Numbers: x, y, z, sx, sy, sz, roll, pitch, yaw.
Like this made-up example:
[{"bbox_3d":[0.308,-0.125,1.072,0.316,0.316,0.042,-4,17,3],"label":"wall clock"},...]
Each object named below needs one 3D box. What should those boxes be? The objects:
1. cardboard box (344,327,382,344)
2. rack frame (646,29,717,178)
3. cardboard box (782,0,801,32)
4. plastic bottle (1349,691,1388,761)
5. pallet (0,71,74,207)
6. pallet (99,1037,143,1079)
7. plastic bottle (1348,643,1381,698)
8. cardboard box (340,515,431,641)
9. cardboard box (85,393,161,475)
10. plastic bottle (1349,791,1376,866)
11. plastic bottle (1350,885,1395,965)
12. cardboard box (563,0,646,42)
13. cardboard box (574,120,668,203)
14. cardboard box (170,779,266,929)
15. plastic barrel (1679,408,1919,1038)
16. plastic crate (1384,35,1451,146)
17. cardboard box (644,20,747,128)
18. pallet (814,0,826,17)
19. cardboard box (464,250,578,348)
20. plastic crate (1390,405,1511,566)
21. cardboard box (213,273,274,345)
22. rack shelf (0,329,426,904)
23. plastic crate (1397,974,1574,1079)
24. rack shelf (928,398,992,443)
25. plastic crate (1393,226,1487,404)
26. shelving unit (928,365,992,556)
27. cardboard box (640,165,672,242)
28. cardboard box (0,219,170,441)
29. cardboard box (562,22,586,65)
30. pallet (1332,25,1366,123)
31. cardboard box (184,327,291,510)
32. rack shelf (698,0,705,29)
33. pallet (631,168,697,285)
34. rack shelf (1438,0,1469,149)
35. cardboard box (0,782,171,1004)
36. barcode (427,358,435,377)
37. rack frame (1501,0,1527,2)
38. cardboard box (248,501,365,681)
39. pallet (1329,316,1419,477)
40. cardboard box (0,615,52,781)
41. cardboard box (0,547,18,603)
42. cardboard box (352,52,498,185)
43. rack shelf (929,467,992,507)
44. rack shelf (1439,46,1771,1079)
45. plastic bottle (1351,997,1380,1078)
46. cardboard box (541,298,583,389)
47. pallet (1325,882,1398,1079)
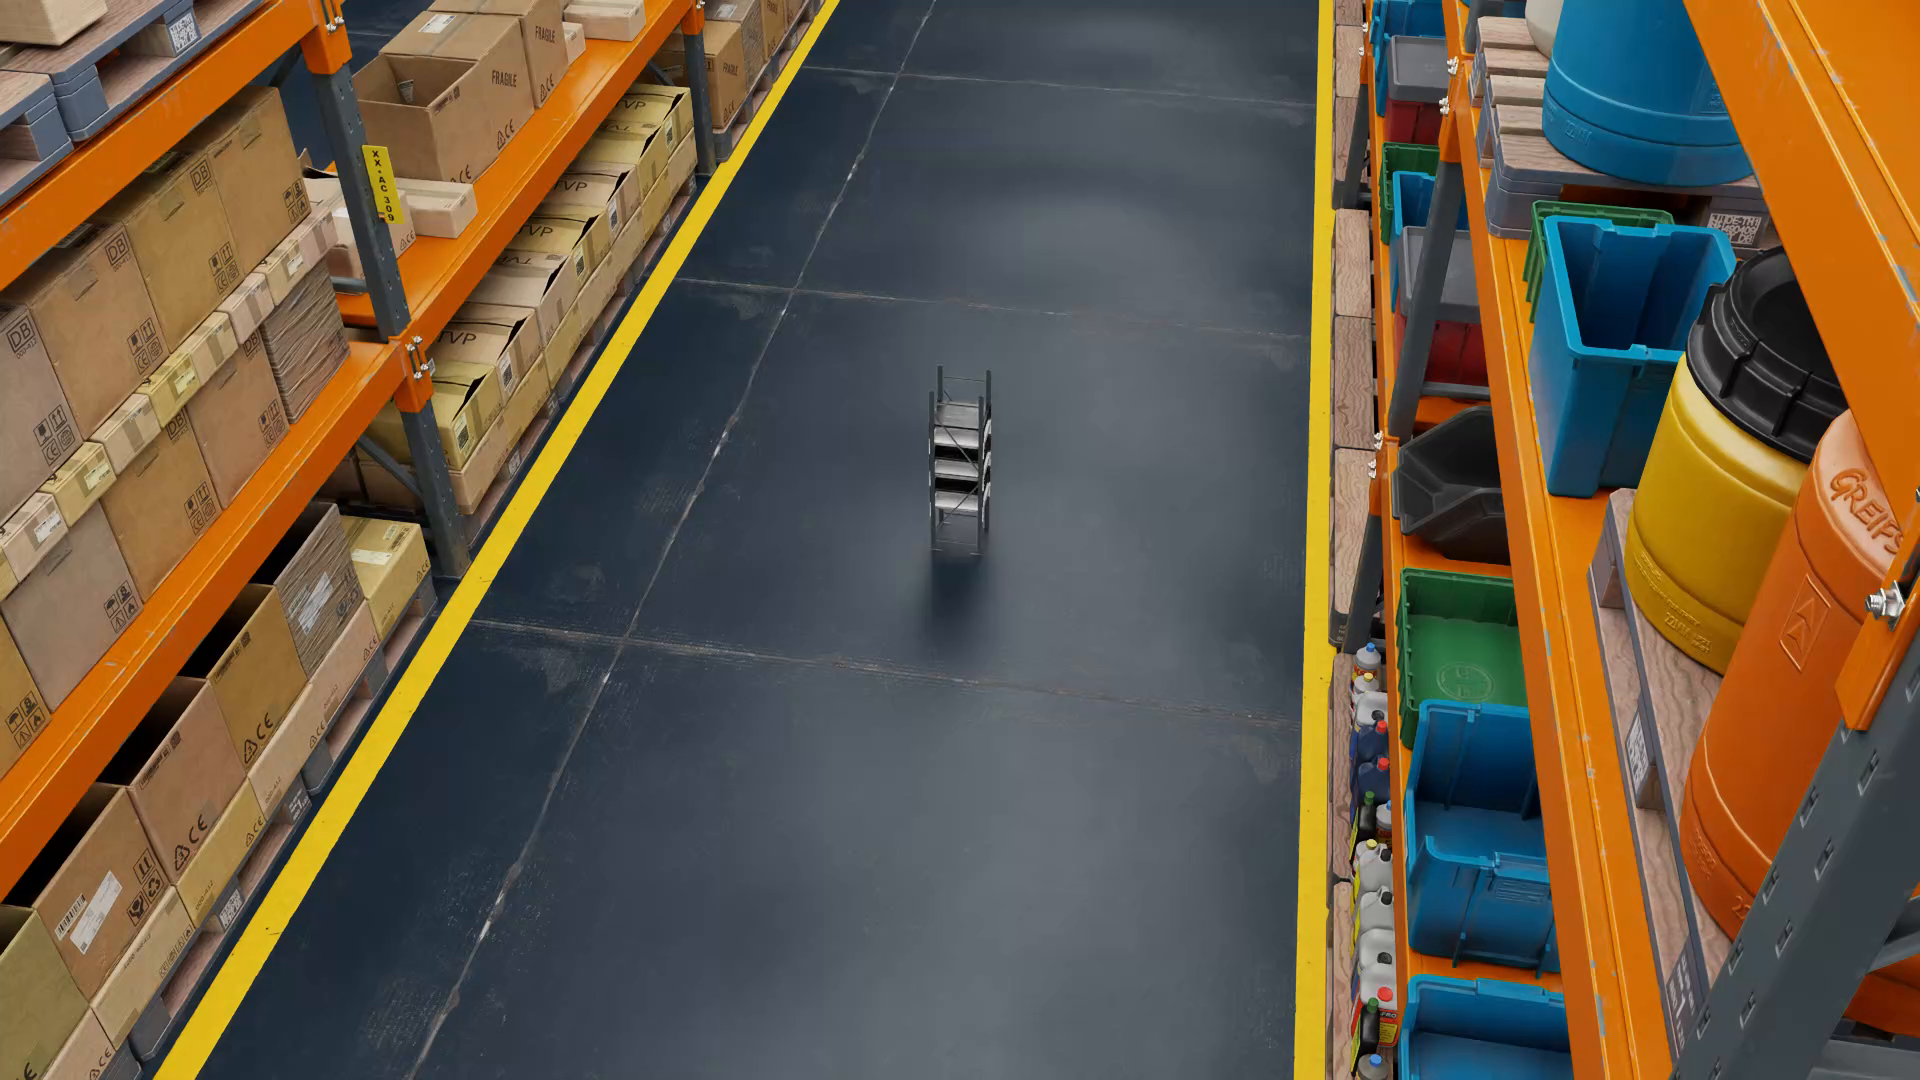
[{"bbox_3d":[-2.895,-0.993,8.082,0.500,0.311,0.500,7,40,9],"label":"cardboard box"},{"bbox_3d":[-2.074,-3.572,9.813,1.000,3.000,0.127,6,40,8],"label":"rack frame"},{"bbox_3d":[-1.452,-4.004,11.952,0.500,0.500,0.500,5,40,6],"label":"cardboard box"},{"bbox_3d":[1.596,0.725,6.408,0.152,0.276,0.135,8,40,9],"label":"plastic bottle"},{"bbox_3d":[-3.102,-0.882,4.275,1.003,0.211,1.213,6,40,8],"label":"pallet"},{"bbox_3d":[-3.368,2.039,5.215,1.003,0.211,1.213,6,40,8],"label":"pallet"},{"bbox_3d":[1.625,0.521,6.659,0.097,0.271,0.097,0,40,0],"label":"plastic bottle"},{"bbox_3d":[-2.632,0.152,7.138,0.500,0.250,0.500,6,40,8],"label":"cardboard box"},{"bbox_3d":[-2.824,-0.359,5.340,0.380,0.149,0.250,7,40,9],"label":"cardboard box"},{"bbox_3d":[1.461,1.043,6.018,0.061,0.283,0.133,8,40,10],"label":"plastic bottle"},{"bbox_3d":[1.425,1.301,5.653,0.144,0.351,0.185,8,40,10],"label":"plastic bottle"},{"bbox_3d":[-1.958,-2.880,9.173,0.380,0.149,0.250,6,40,8],"label":"cardboard box"},{"bbox_3d":[-2.006,-2.207,9.551,0.500,0.311,0.500,6,40,7],"label":"cardboard box"},{"bbox_3d":[-2.886,1.094,5.999,0.500,0.250,0.500,6,40,8],"label":"cardboard box"},{"bbox_3d":[1.378,0.195,2.236,0.600,0.830,0.708,6,40,8],"label":"plastic barrel"},{"bbox_3d":[2.223,-2.068,7.943,0.402,0.464,0.583,6,40,8],"label":"plastic crate"},{"bbox_3d":[-1.714,-3.032,10.777,0.500,0.500,0.500,8,40,10],"label":"cardboard box"},{"bbox_3d":[-1.486,-4.493,13.115,1.003,0.211,1.213,6,40,8],"label":"pallet"},{"bbox_3d":[-2.269,-1.250,8.393,0.500,0.311,0.500,5,40,6],"label":"cardboard box"},{"bbox_3d":[1.896,-0.175,5.753,0.767,0.338,0.504,6,40,8],"label":"plastic crate"},{"bbox_3d":[-2.690,-0.836,5.917,0.380,0.149,0.250,5,40,6],"label":"cardboard box"},{"bbox_3d":[-3.113,0.471,5.488,1.077,0.370,4.000,6,40,8],"label":"rack shelf"},{"bbox_3d":[1.329,1.301,4.036,0.499,0.251,0.408,6,40,8],"label":"plastic crate"},{"bbox_3d":[0.001,-0.534,7.415,0.258,0.077,0.200,6,40,8],"label":"rack shelf"},{"bbox_3d":[1.894,-0.875,6.501,0.402,0.464,0.583,6,40,8],"label":"plastic crate"},{"bbox_3d":[0.001,-0.352,7.566,0.258,0.900,0.210,6,40,8],"label":"shelving unit"},{"bbox_3d":[-2.011,-1.993,9.732,0.500,0.250,0.500,6,40,7],"label":"cardboard box"},{"bbox_3d":[-3.011,-0.689,5.230,0.700,0.500,0.500,6,40,8],"label":"cardboard box"},{"bbox_3d":[-2.240,-2.668,8.917,0.380,0.149,0.250,9,40,11],"label":"cardboard box"},{"bbox_3d":[3.112,-3.211,11.565,1.003,0.211,1.213,6,40,8],"label":"pallet"},{"bbox_3d":[-2.922,-0.489,6.006,0.700,0.500,0.500,6,40,7],"label":"cardboard box"},{"bbox_3d":[-1.728,-4.550,11.560,1.077,0.370,4.000,6,40,8],"label":"rack shelf"},{"bbox_3d":[-2.255,-1.985,10.082,1.003,0.211,1.213,6,40,8],"label":"pallet"},{"bbox_3d":[2.458,-2.647,6.905,1.077,0.370,4.000,6,40,8],"label":"rack shelf"},{"bbox_3d":[-2.988,1.116,5.382,0.500,0.500,0.500,6,40,8],"label":"cardboard box"},{"bbox_3d":[-2.312,-0.752,7.265,0.001,0.075,0.075,6,40,8],"label":"barcode"},{"bbox_3d":[2.111,-2.825,4.202,1.000,3.000,0.127,6,40,8],"label":"rack frame"},{"bbox_3d":[-2.729,0.175,6.521,0.500,0.500,0.500,6,40,8],"label":"cardboard box"},{"bbox_3d":[2.418,-0.703,8.532,1.003,0.211,1.213,6,40,8],"label":"pallet"},{"bbox_3d":[-3.188,0.478,4.837,0.700,0.500,0.500,7,40,8],"label":"cardboard box"},{"bbox_3d":[-2.958,0.129,4.749,0.380,0.149,0.250,6,40,7],"label":"cardboard box"},{"bbox_3d":[-2.526,-1.911,7.725,0.500,0.500,0.500,9,40,11],"label":"cardboard box"},{"bbox_3d":[0.001,-0.257,7.645,0.258,0.077,0.200,6,40,8],"label":"rack shelf"},{"bbox_3d":[1.765,-0.137,3.869,1.077,0.370,4.000,6,40,8],"label":"rack shelf"},{"bbox_3d":[1.308,1.598,5.346,0.061,0.283,0.133,7,40,9],"label":"plastic bottle"},{"bbox_3d":[-2.276,-1.035,8.574,0.500,0.250,0.500,5,40,6],"label":"cardboard box"},{"bbox_3d":[1.745,1.747,5.569,1.003,0.211,1.213,6,40,8],"label":"pallet"}]
